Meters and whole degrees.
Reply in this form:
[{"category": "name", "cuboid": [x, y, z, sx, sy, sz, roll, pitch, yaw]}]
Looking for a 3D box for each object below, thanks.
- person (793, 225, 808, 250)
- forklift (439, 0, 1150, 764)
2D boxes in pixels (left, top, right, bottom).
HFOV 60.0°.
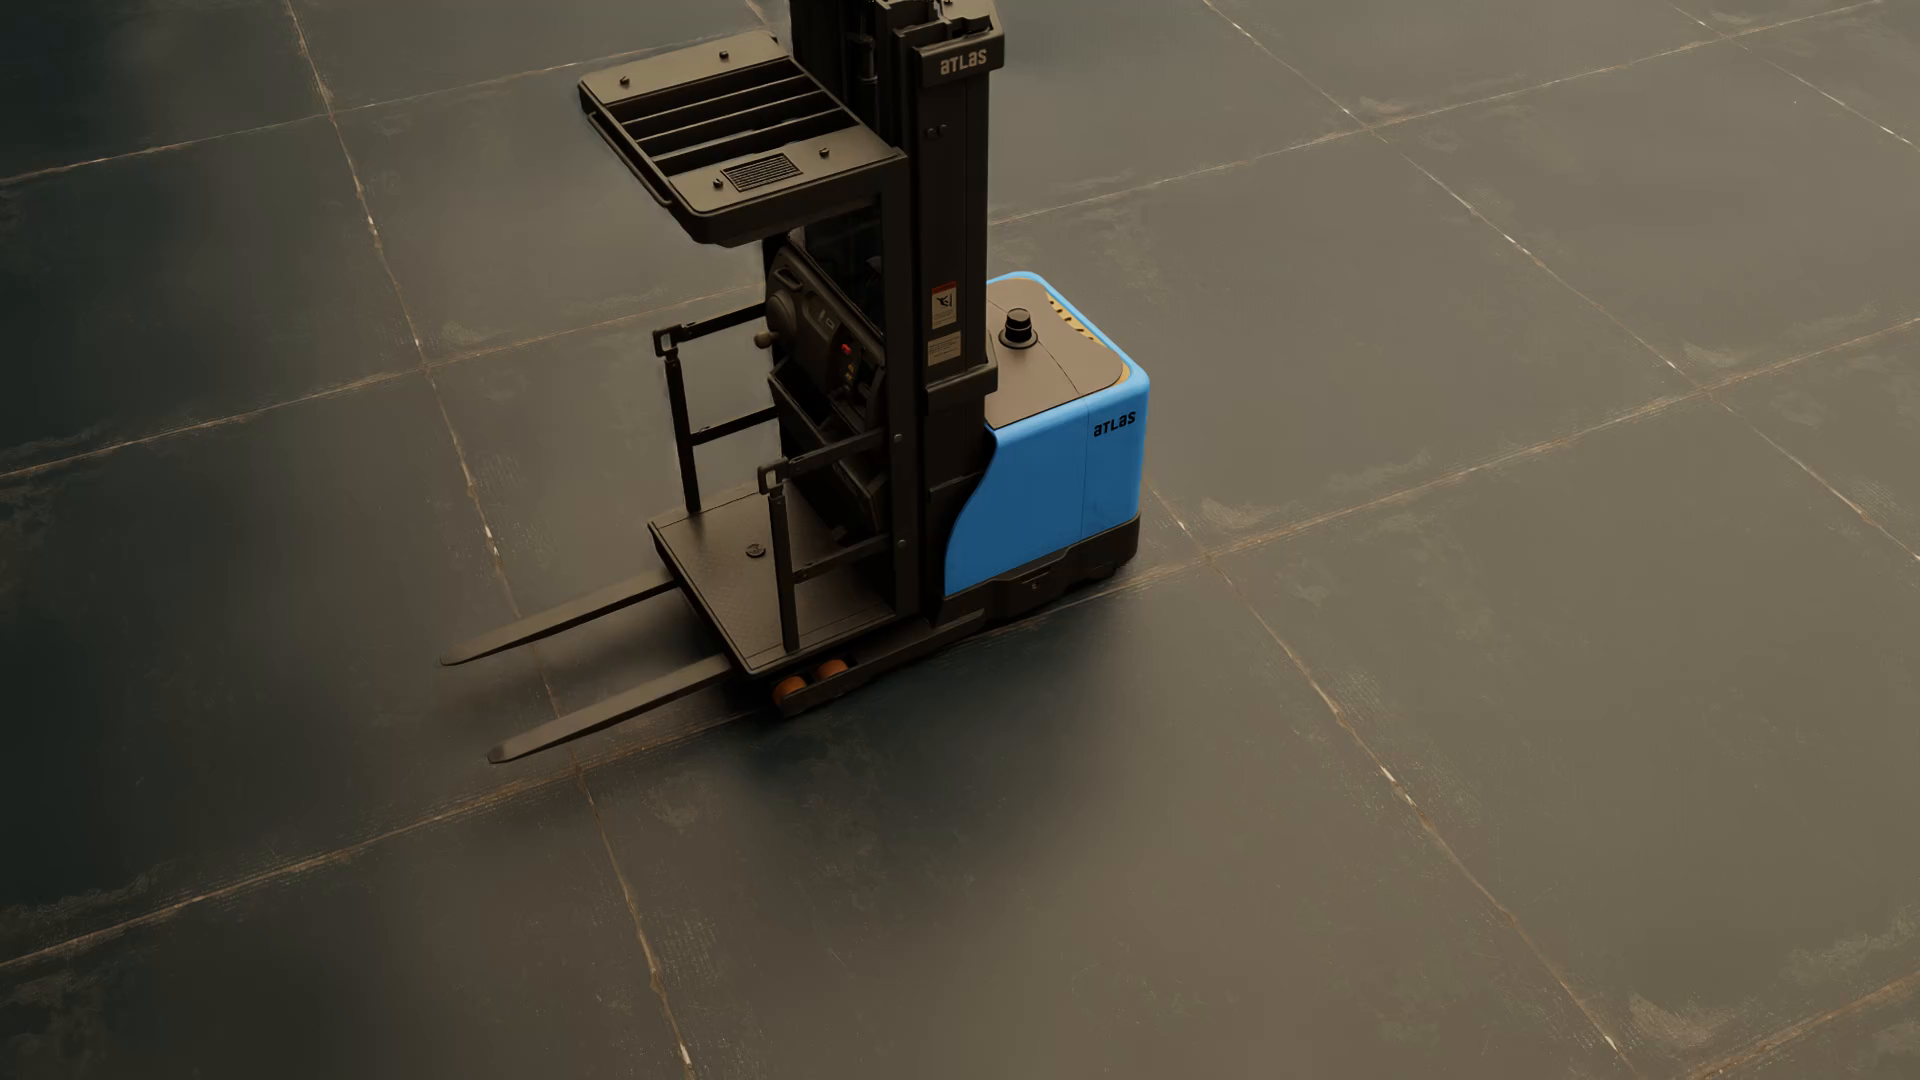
[{"category": "person", "cuboid": [-0.508, -1.867, 8.801, 1.062, 1.605, 0.530, -31, 51, -29]}, {"category": "forklift", "cuboid": [-0.713, -0.746, 6.479, 3.031, 2.935, 1.130, -22, 47, -22]}]
